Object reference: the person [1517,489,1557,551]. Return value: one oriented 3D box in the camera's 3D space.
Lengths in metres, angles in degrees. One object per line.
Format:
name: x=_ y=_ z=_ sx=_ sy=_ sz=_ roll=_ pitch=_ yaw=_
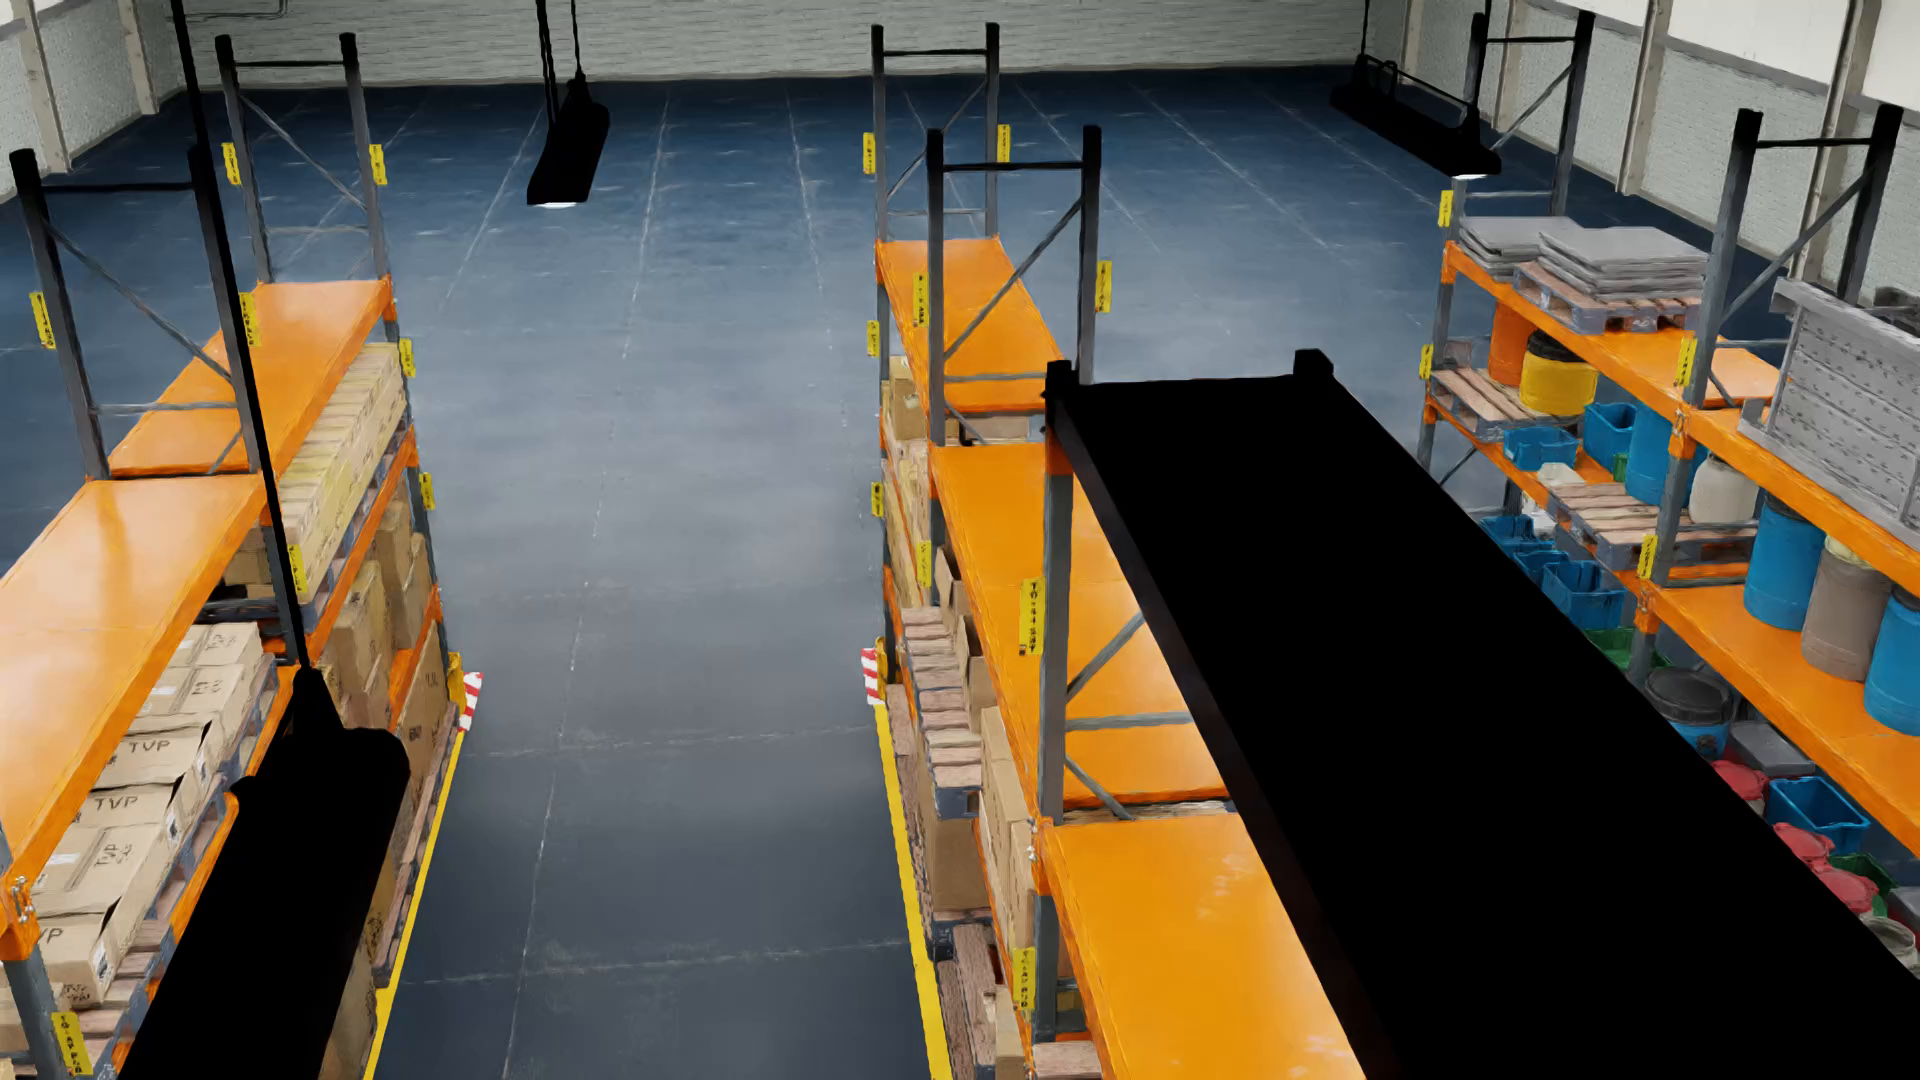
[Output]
person: x=5.861 y=-0.163 z=16.932 sx=0.482 sy=1.616 sz=0.994 roll=-7 pitch=26 yaw=-15
